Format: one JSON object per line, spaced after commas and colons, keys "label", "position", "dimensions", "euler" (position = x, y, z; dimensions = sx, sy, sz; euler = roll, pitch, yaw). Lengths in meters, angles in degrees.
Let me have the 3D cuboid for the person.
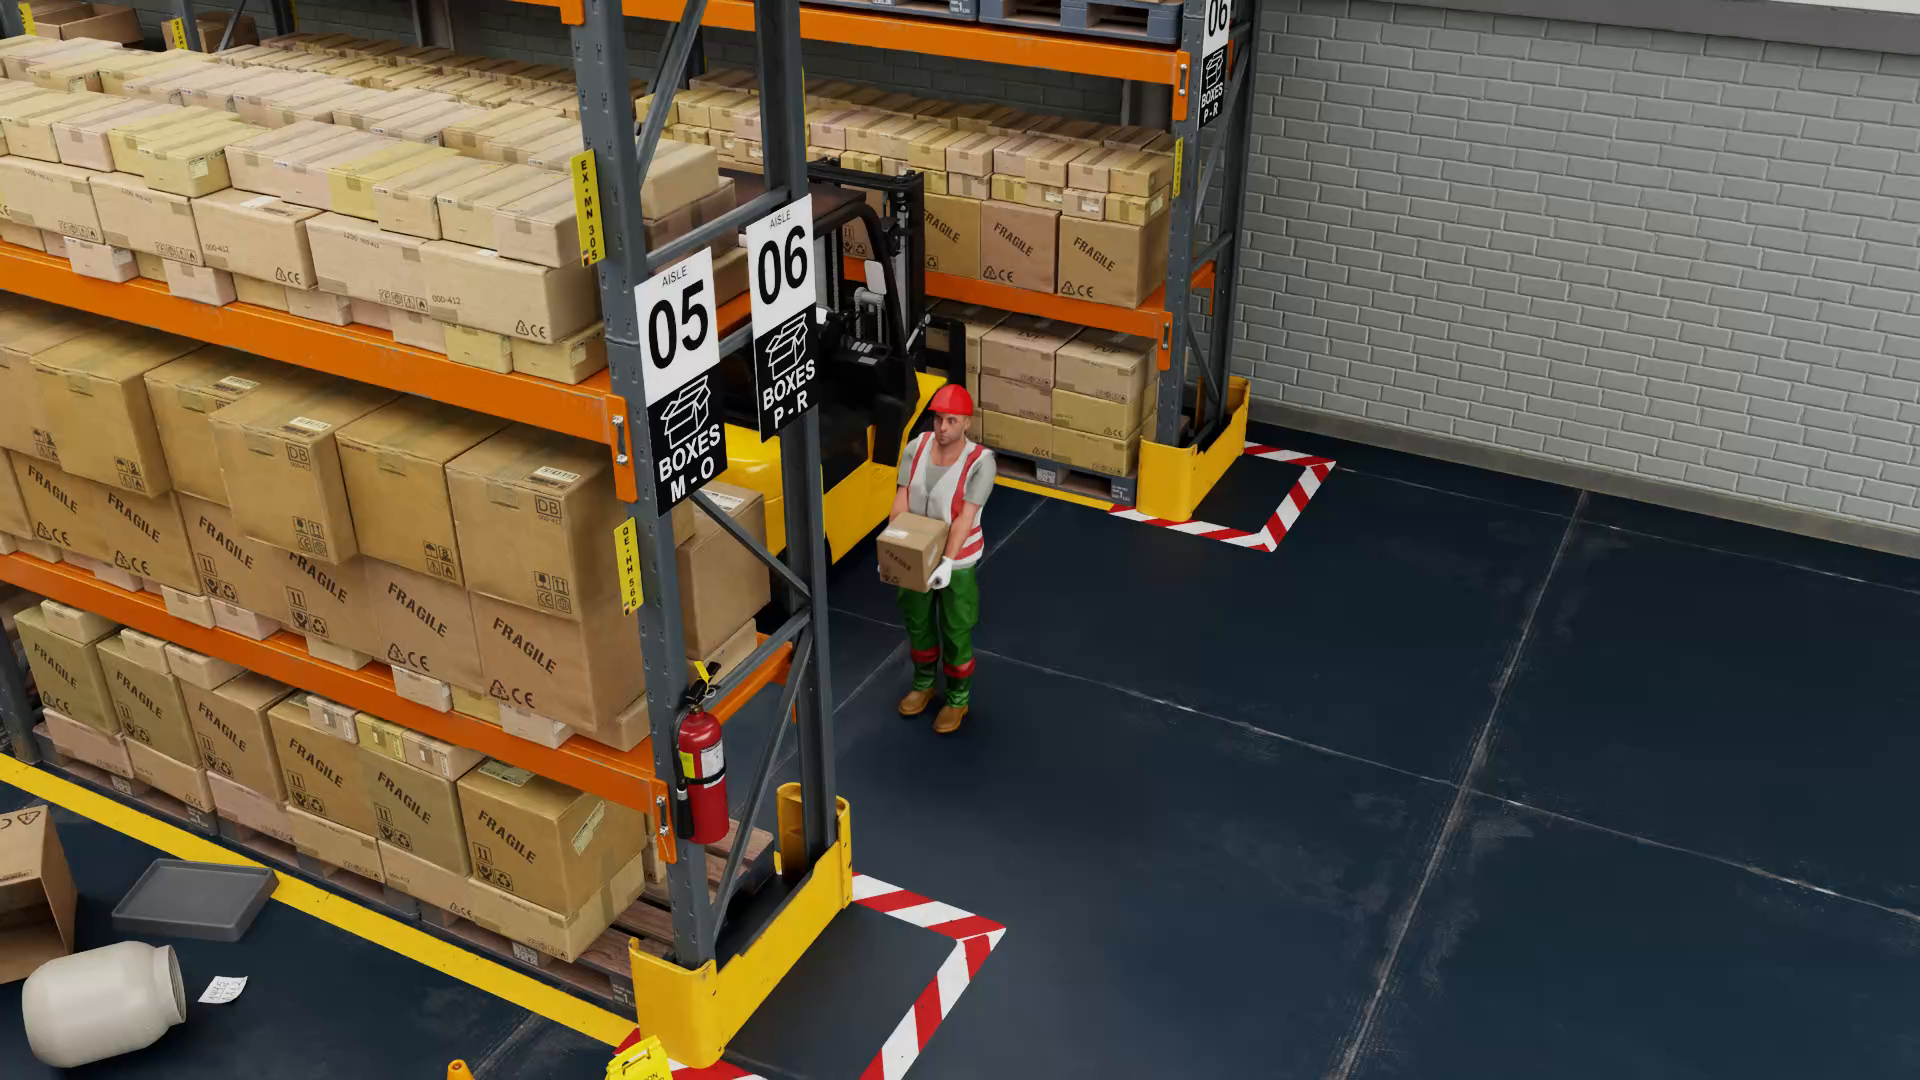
{"label": "person", "position": [-0.123, 0.129, 8.052], "dimensions": [0.493, 1.781, 0.572], "euler": [15, 33, 24]}
